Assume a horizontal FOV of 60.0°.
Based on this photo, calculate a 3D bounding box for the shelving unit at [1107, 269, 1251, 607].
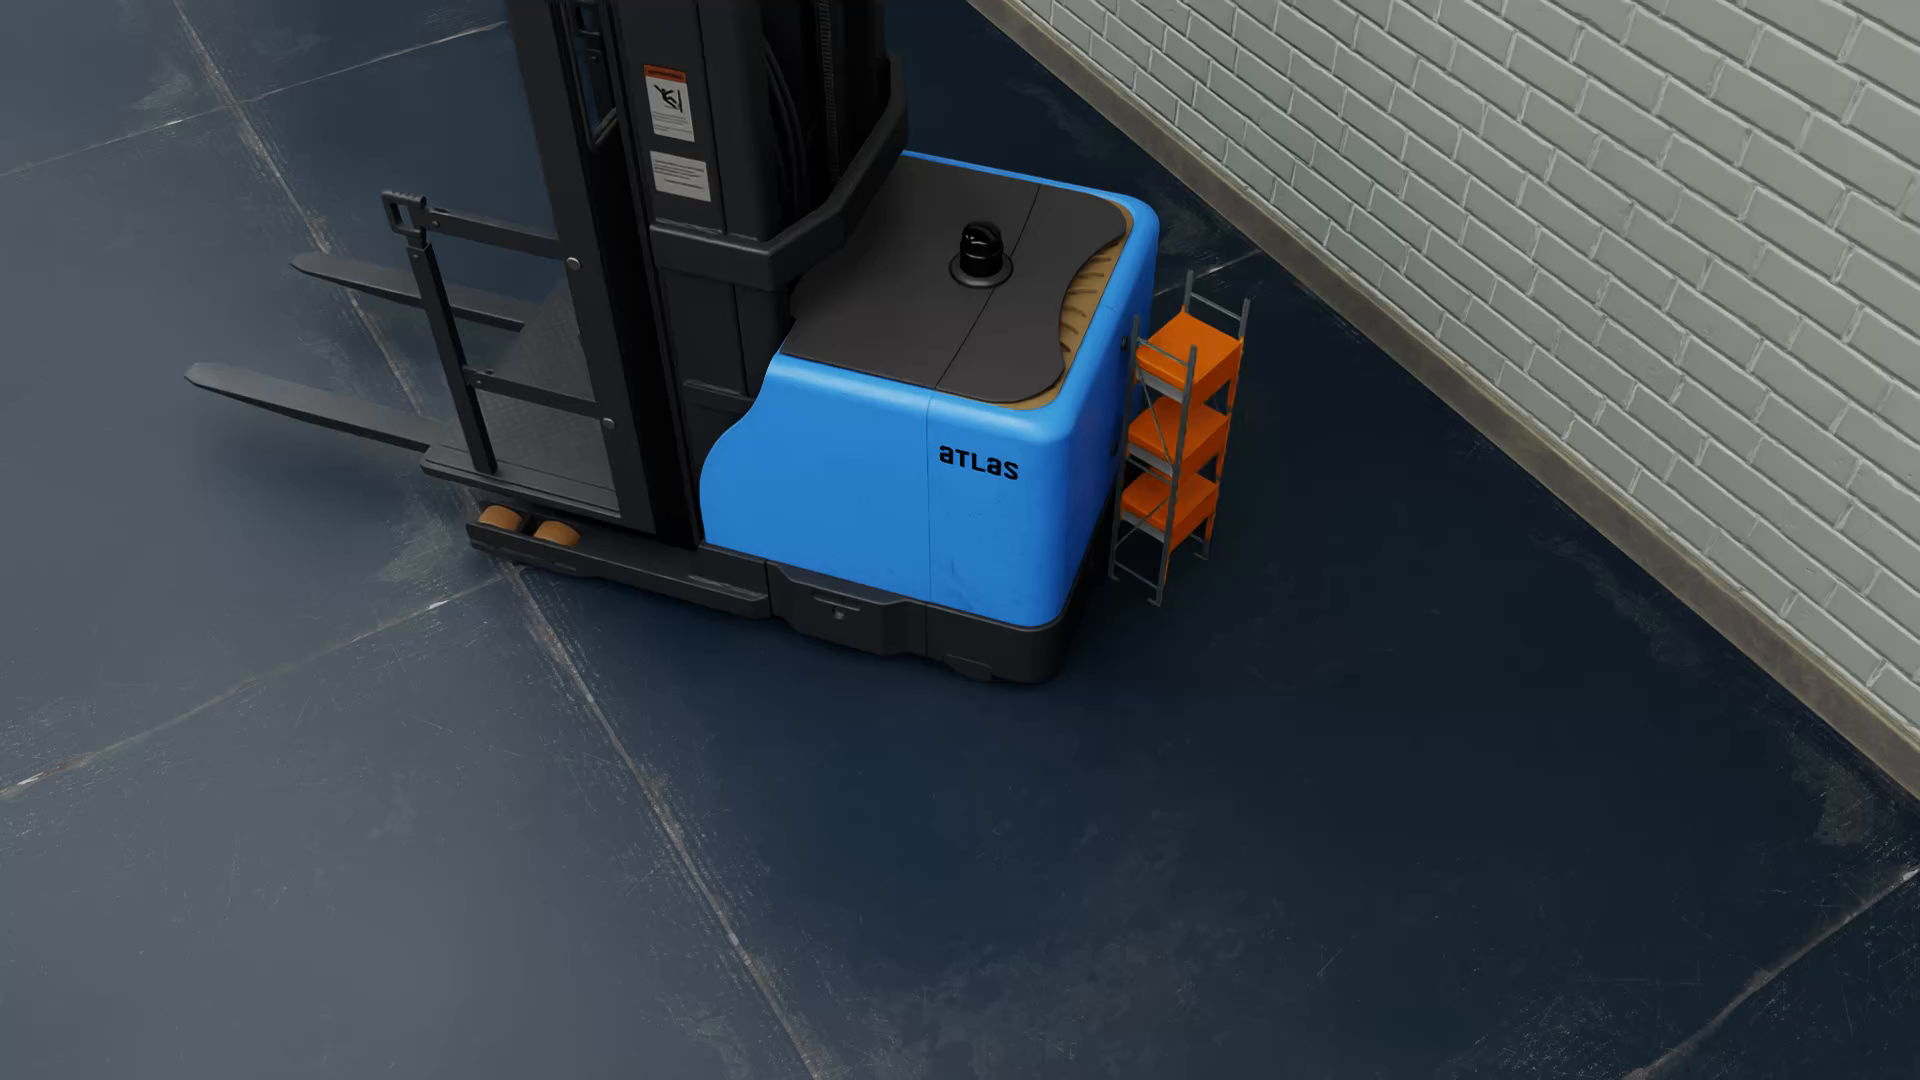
[{"bbox_3d":[0.614,-0.264,4.782,0.215,1.050,0.252,33,56,26],"label":"shelving unit"}]

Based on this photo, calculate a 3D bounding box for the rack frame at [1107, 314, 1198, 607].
[{"bbox_3d":[0.535,-0.195,4.720,0.200,1.050,0.008,33,56,26],"label":"rack frame"}]

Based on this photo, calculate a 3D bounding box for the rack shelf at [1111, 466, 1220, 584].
[{"bbox_3d":[0.614,-0.072,4.997,0.215,0.259,0.240,33,56,26],"label":"rack shelf"}]

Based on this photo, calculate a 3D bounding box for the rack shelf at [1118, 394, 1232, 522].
[{"bbox_3d":[0.614,-0.257,4.790,0.215,0.259,0.240,33,56,26],"label":"rack shelf"}]

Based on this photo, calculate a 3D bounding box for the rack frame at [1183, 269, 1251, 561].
[{"bbox_3d":[0.693,-0.333,4.843,0.200,1.050,0.008,33,56,26],"label":"rack frame"}]

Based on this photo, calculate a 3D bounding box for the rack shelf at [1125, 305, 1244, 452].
[{"bbox_3d":[0.614,-0.445,4.578,0.215,0.259,0.240,33,56,26],"label":"rack shelf"}]

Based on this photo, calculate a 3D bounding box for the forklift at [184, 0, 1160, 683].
[{"bbox_3d":[-0.999,-1.231,4.384,3.031,2.935,1.130,14,50,12],"label":"forklift"}]
